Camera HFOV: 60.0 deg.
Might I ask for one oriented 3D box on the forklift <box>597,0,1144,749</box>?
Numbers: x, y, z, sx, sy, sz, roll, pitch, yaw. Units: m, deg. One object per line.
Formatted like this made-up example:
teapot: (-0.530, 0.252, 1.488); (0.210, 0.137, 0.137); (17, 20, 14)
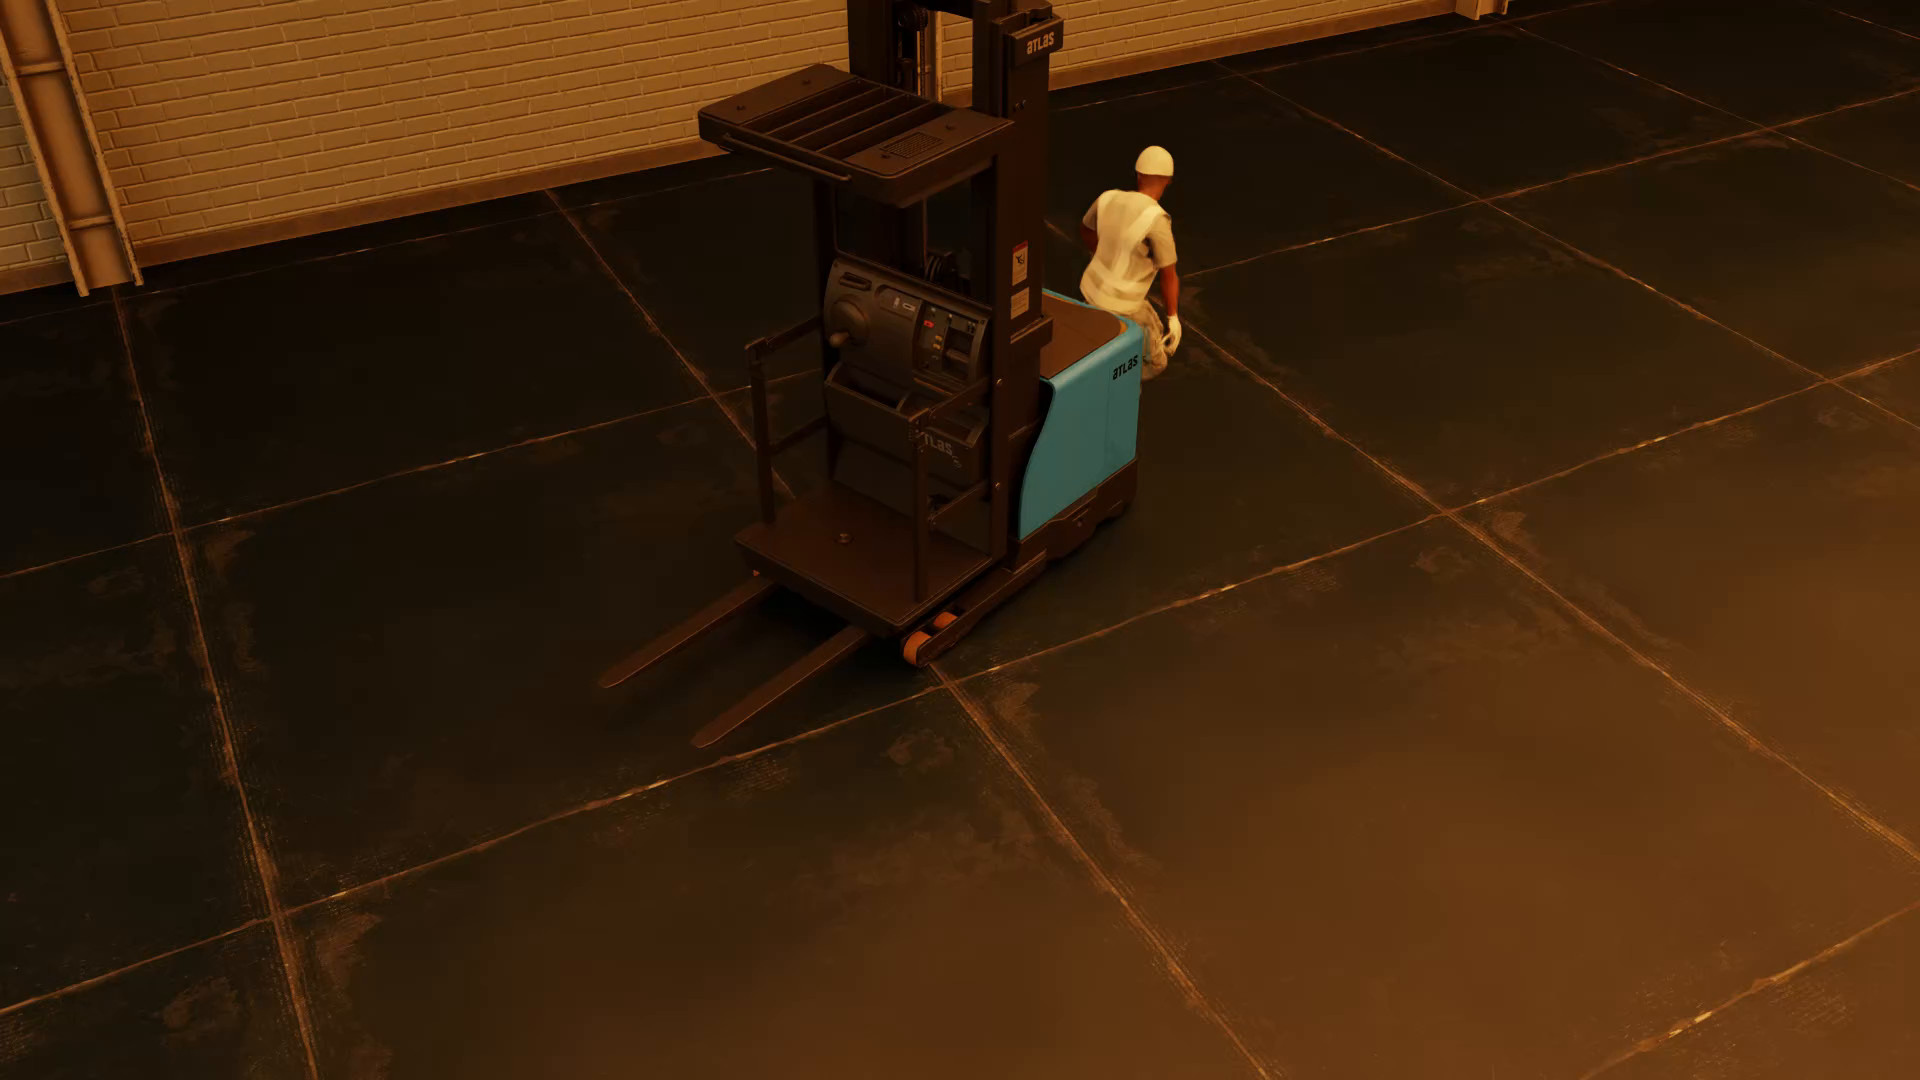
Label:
forklift: (-0.390, -0.927, 7.434); (1.130, 2.935, 3.031); (26, 43, 31)

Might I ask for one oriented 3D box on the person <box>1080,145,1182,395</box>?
person: (0.902, -1.389, 9.290); (0.625, 1.576, 0.913); (-9, 36, -13)
